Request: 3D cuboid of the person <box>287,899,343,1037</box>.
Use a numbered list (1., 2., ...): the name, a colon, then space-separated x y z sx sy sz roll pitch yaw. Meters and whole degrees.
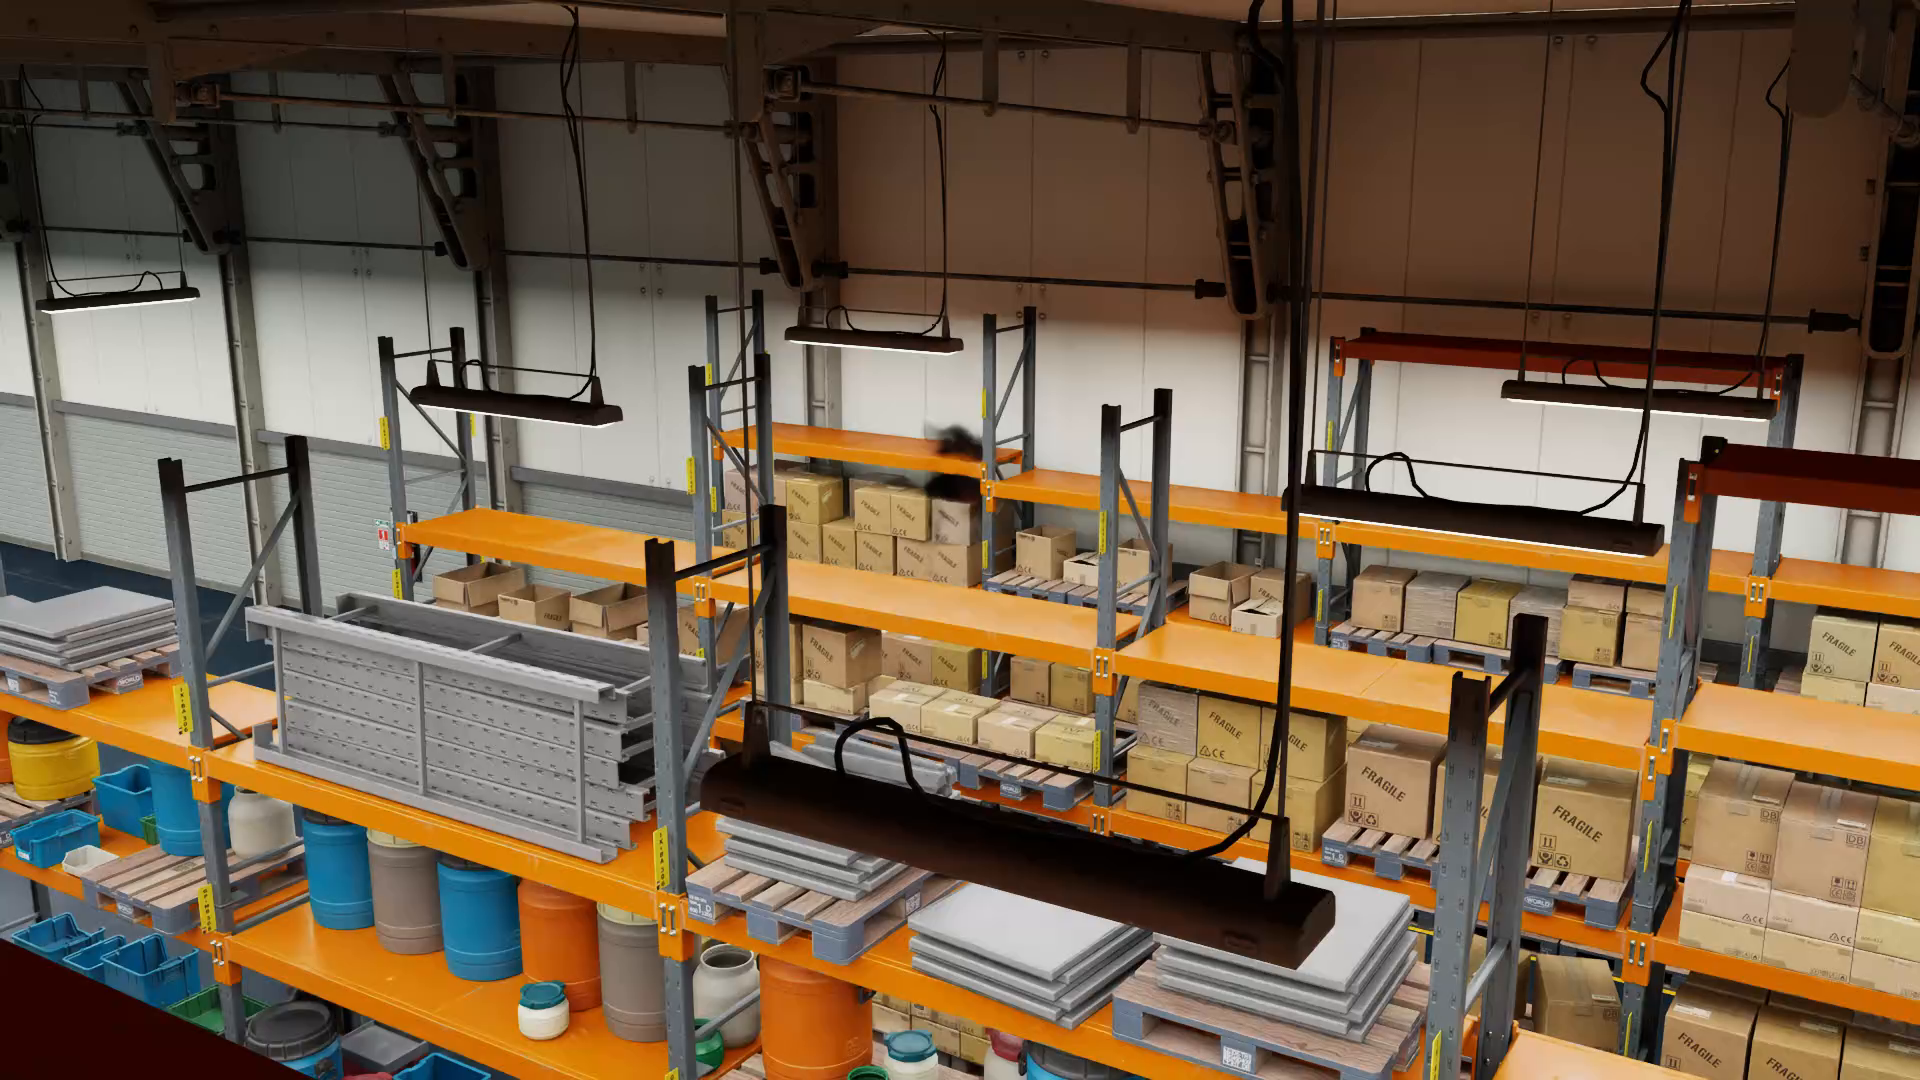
1. person: -5.566 3.773 14.470 0.703 1.661 0.685 7 16 27
